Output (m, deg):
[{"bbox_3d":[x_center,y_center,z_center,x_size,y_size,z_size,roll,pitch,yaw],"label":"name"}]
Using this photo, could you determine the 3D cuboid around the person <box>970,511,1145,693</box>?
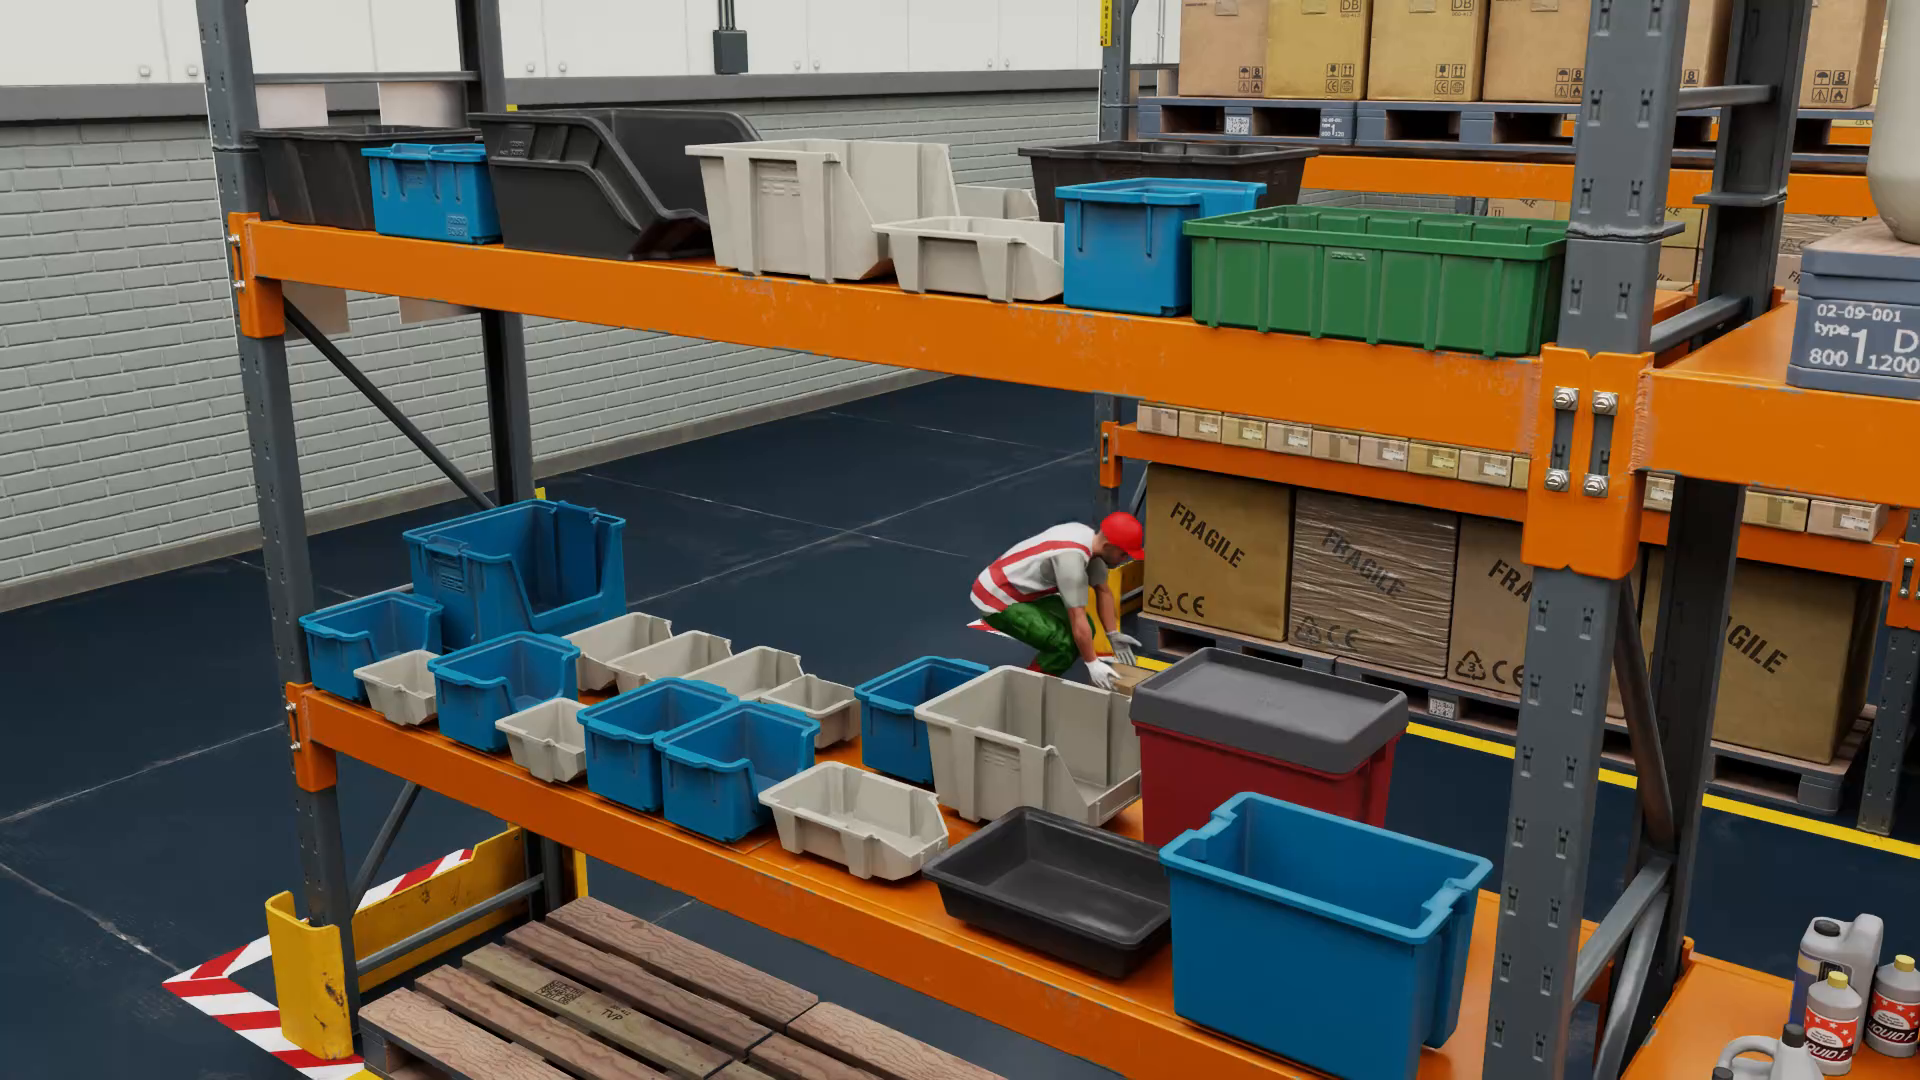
[{"bbox_3d":[0.504,0.356,8.526,0.866,1.091,0.577,6,18,21],"label":"person"}]
